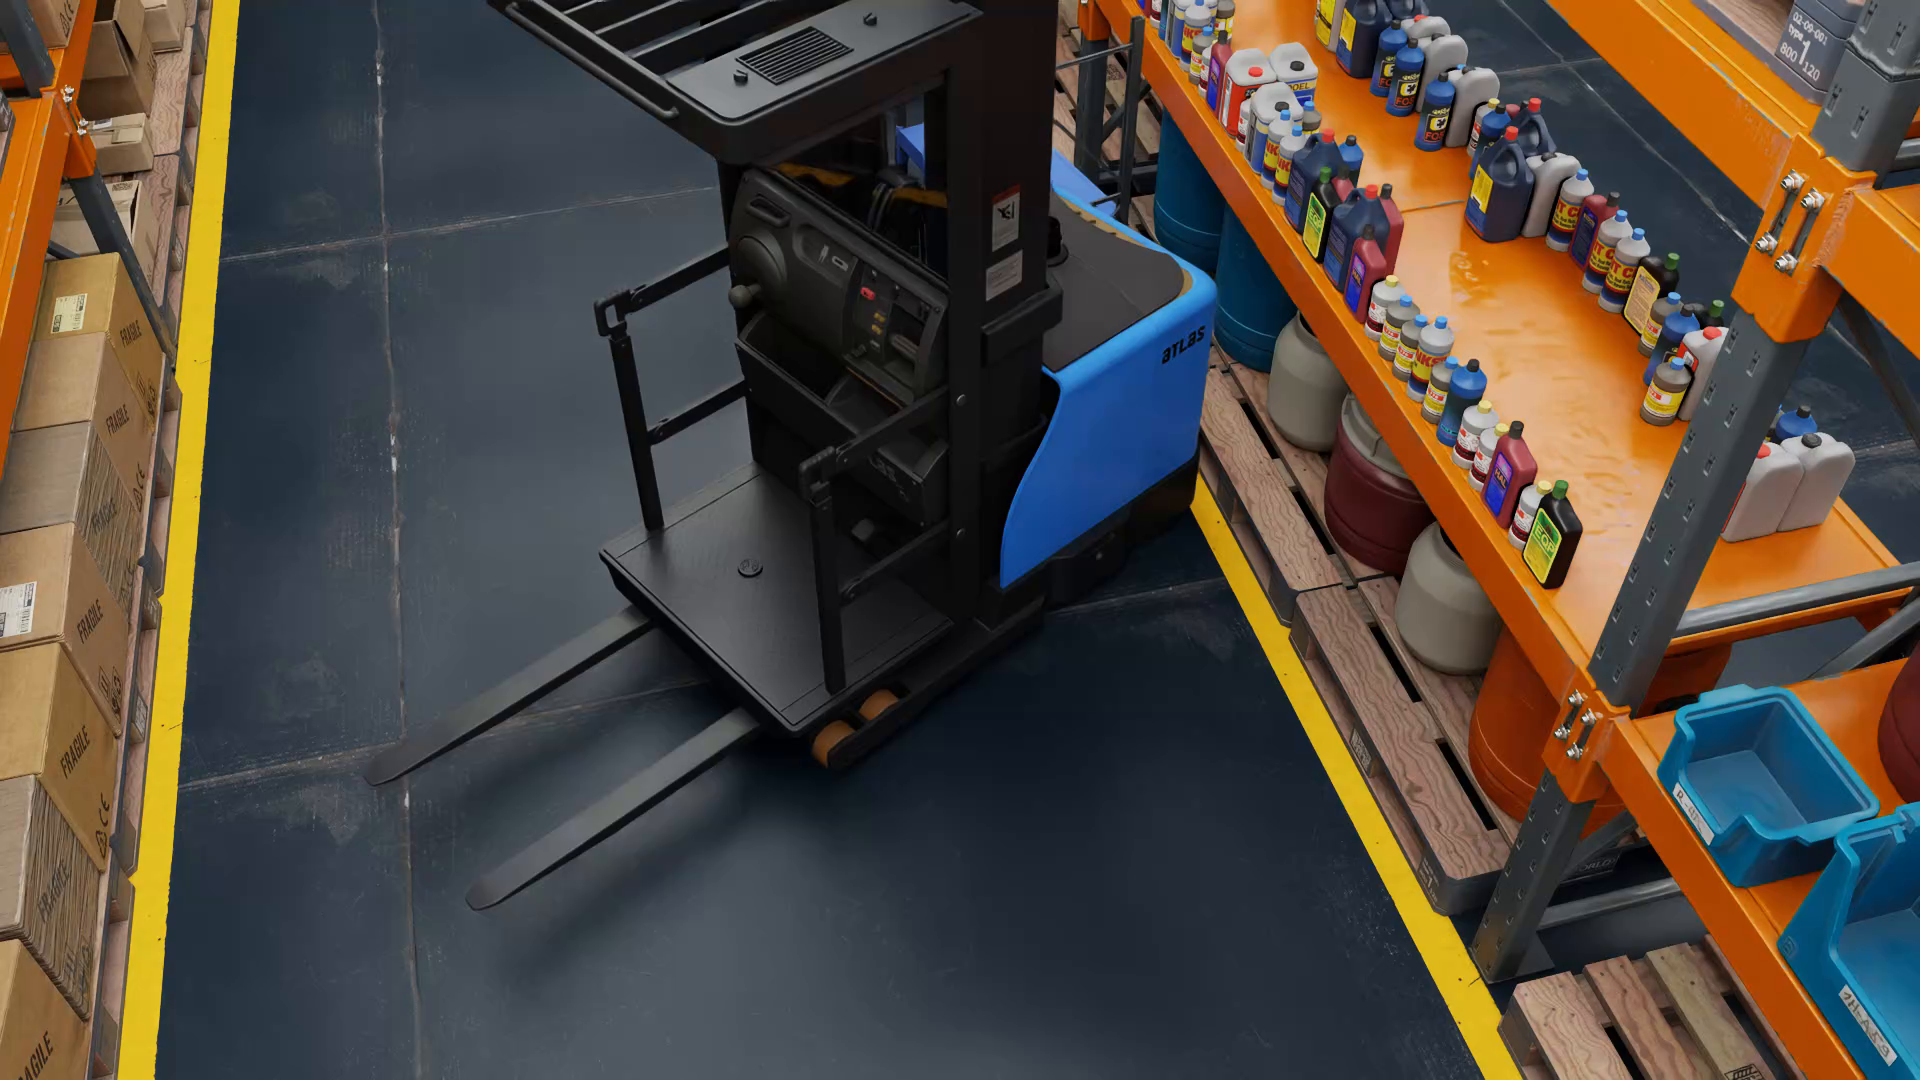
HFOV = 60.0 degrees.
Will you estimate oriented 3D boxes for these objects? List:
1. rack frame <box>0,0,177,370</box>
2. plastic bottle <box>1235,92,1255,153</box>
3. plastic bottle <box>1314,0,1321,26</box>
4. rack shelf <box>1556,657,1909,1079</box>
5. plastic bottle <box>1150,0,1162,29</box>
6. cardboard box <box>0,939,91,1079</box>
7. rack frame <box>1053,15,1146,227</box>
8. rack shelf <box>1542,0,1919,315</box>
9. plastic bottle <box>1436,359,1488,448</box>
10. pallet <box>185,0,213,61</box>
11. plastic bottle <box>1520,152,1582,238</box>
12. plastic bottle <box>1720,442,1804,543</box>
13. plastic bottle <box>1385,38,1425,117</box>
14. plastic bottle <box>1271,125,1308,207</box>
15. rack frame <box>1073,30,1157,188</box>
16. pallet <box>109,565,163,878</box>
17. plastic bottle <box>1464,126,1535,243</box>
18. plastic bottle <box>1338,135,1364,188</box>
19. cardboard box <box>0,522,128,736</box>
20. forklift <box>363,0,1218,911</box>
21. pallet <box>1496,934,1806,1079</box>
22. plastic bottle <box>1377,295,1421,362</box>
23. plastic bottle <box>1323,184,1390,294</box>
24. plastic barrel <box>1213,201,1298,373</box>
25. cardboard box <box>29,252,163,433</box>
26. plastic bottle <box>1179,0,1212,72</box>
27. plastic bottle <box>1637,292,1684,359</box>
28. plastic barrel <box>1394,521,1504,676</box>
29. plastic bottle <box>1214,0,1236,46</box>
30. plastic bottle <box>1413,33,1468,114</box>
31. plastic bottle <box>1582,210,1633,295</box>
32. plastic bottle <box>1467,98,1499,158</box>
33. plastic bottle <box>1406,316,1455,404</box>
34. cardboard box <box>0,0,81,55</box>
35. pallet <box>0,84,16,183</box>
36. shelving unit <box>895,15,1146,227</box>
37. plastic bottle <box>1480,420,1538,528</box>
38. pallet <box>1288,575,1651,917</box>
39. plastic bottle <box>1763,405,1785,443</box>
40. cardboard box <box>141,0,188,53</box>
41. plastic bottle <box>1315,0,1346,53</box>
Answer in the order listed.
[{"bbox_3d":[-3.777,-1.715,5.830,1.000,3.000,0.127,-11,47,-10],"label":"rack frame"},{"bbox_3d":[1.002,-1.435,5.695,0.097,0.201,0.097,0,46,0],"label":"plastic bottle"},{"bbox_3d":[1.403,-2.047,6.295,0.097,0.201,0.097,0,46,0],"label":"plastic bottle"},{"bbox_3d":[2.548,1.776,2.913,1.077,0.370,4.000,-11,47,-10],"label":"rack shelf"},{"bbox_3d":[0.775,-2.049,6.297,0.097,0.201,0.097,0,46,0],"label":"plastic bottle"},{"bbox_3d":[-2.594,1.401,4.219,0.500,0.500,0.500,-9,46,-9],"label":"cardboard box"},{"bbox_3d":[0.443,-1.278,6.452,0.500,1.500,0.032,-22,49,-20],"label":"rack frame"},{"bbox_3d":[1.524,-2.035,4.548,1.077,0.370,4.000,-11,47,-10],"label":"rack shelf"},{"bbox_3d":[1.399,-0.389,4.621,0.097,0.271,0.097,0,46,0],"label":"plastic bottle"},{"bbox_3d":[-4.577,-2.898,8.942,1.003,0.211,1.213,-11,47,-10],"label":"pallet"},{"bbox_3d":[1.883,-1.128,5.342,0.152,0.276,0.135,-11,47,-10],"label":"plastic bottle"},{"bbox_3d":[2.091,-0.143,4.377,0.152,0.276,0.135,-11,47,-10],"label":"plastic bottle"},{"bbox_3d":[1.567,-1.631,5.838,0.097,0.271,0.097,0,46,0],"label":"plastic bottle"},{"bbox_3d":[1.087,-1.232,5.447,0.097,0.271,0.097,0,46,0],"label":"plastic bottle"},{"bbox_3d":[1.012,-2.618,6.715,1.000,3.000,0.127,-11,47,-10],"label":"rack frame"},{"bbox_3d":[-3.217,0.660,5.456,1.003,0.211,1.213,-11,47,-10],"label":"pallet"},{"bbox_3d":[1.733,-1.145,5.306,0.144,0.351,0.185,-11,47,-10],"label":"plastic bottle"},{"bbox_3d":[1.251,-1.191,5.407,0.097,0.271,0.097,0,46,0],"label":"plastic bottle"},{"bbox_3d":[-2.995,0.334,5.264,0.500,0.500,0.500,-12,47,-12],"label":"cardboard box"},{"bbox_3d":[-0.535,-0.690,4.874,3.031,2.935,1.130,-33,54,-28],"label":"forklift"},{"bbox_3d":[2.197,1.662,4.474,1.003,0.211,1.213,-11,47,-10],"label":"pallet"},{"bbox_3d":[1.300,-0.634,4.910,0.097,0.201,0.097,0,46,0],"label":"plastic bottle"},{"bbox_3d":[1.227,-0.947,5.112,0.144,0.351,0.185,-11,47,-10],"label":"plastic bottle"},{"bbox_3d":[1.316,-1.163,6.464,0.600,0.901,0.708,-11,47,-10],"label":"plastic barrel"},{"bbox_3d":[-3.374,-0.705,6.283,0.500,0.500,0.500,-11,47,-11],"label":"cardboard box"},{"bbox_3d":[0.859,-1.846,6.049,0.097,0.271,0.097,0,46,0],"label":"plastic bottle"},{"bbox_3d":[2.082,-0.641,4.917,0.097,0.201,0.097,0,46,0],"label":"plastic bottle"},{"bbox_3d":[1.663,0.159,5.441,0.421,0.512,0.421,0,46,0],"label":"plastic barrel"},{"bbox_3d":[0.972,-1.942,6.192,0.097,0.201,0.097,0,46,0],"label":"plastic bottle"},{"bbox_3d":[1.682,-1.668,5.871,0.152,0.276,0.135,-11,47,-10],"label":"plastic bottle"},{"bbox_3d":[1.998,-0.892,5.114,0.097,0.271,0.097,0,46,0],"label":"plastic bottle"},{"bbox_3d":[1.798,-1.407,5.668,0.097,0.201,0.097,0,46,0],"label":"plastic bottle"},{"bbox_3d":[1.349,-0.524,4.753,0.097,0.271,0.097,0,46,0],"label":"plastic bottle"},{"bbox_3d":[-3.644,-2.151,6.188,0.500,0.500,0.500,-10,46,-9],"label":"cardboard box"},{"bbox_3d":[-3.678,-1.076,5.339,1.003,0.211,1.213,-11,47,-10],"label":"pallet"},{"bbox_3d":[0.197,-1.596,6.764,0.538,1.500,1.048,-22,49,-20],"label":"shelving unit"},{"bbox_3d":[1.461,-0.176,4.404,0.061,0.283,0.133,-11,47,-10],"label":"plastic bottle"},{"bbox_3d":[1.794,0.583,5.531,1.003,0.211,1.213,-11,47,-10],"label":"pallet"},{"bbox_3d":[2.210,-0.297,4.580,0.097,0.201,0.097,0,46,0],"label":"plastic bottle"},{"bbox_3d":[-4.210,-2.676,8.390,0.500,0.250,0.500,-11,47,-10],"label":"cardboard box"},{"bbox_3d":[1.424,-1.999,6.144,0.144,0.351,0.185,-11,47,-10],"label":"plastic bottle"}]
